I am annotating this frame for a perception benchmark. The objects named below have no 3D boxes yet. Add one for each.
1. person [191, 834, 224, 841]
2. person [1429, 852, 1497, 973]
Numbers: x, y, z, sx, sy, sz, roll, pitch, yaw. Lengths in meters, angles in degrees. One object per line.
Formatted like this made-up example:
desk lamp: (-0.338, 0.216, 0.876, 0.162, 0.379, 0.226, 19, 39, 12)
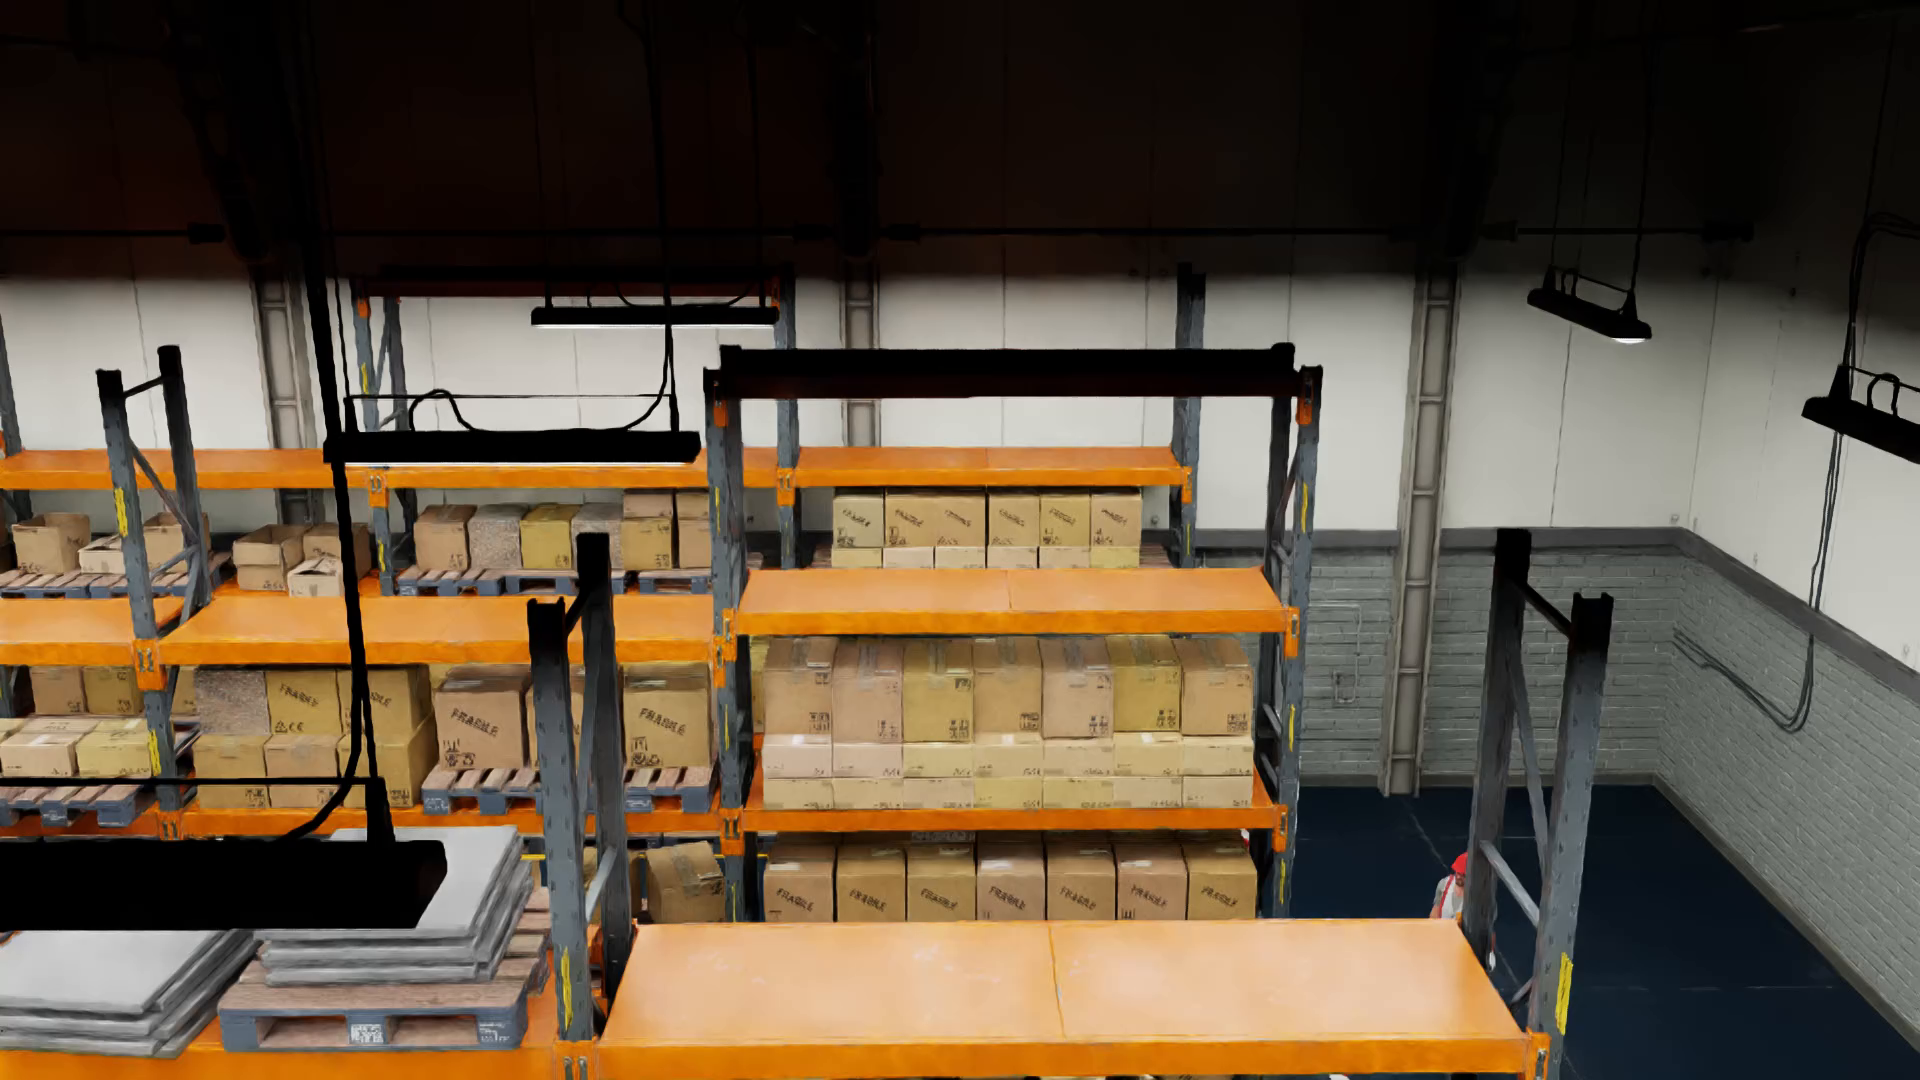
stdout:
person: (-6.429, 3.202, 14.464, 1.194, 1.698, 0.598, 0, 16, 1)
person: (4.125, 3.347, 13.890, 0.526, 1.779, 0.737, -14, 21, -40)
